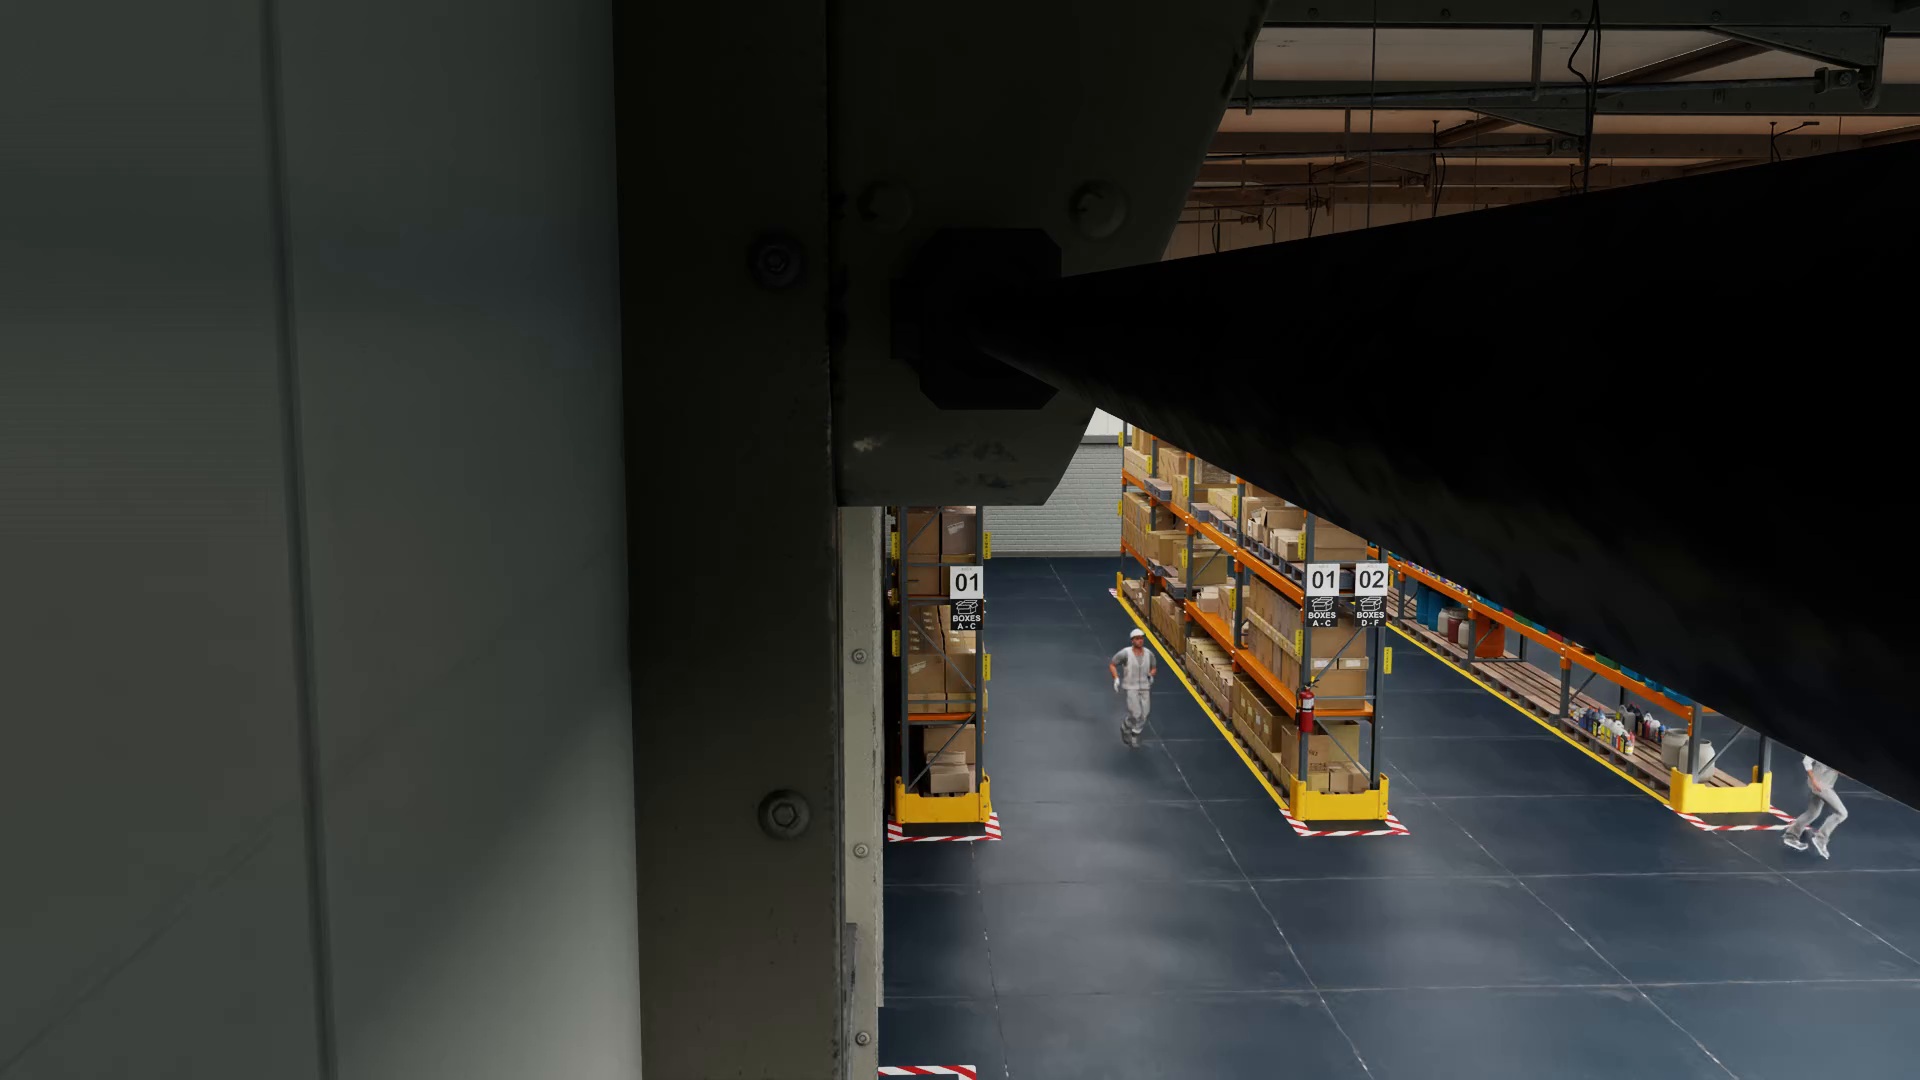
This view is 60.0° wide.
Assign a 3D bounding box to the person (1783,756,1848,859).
[{"bbox_3d":[9.963,2.871,19.211,0.740,1.590,0.471,4,9,29],"label":"person"}]

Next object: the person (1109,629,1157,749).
[{"bbox_3d":[2.512,2.127,23.527,0.646,1.744,0.597,-3,8,-17],"label":"person"}]
